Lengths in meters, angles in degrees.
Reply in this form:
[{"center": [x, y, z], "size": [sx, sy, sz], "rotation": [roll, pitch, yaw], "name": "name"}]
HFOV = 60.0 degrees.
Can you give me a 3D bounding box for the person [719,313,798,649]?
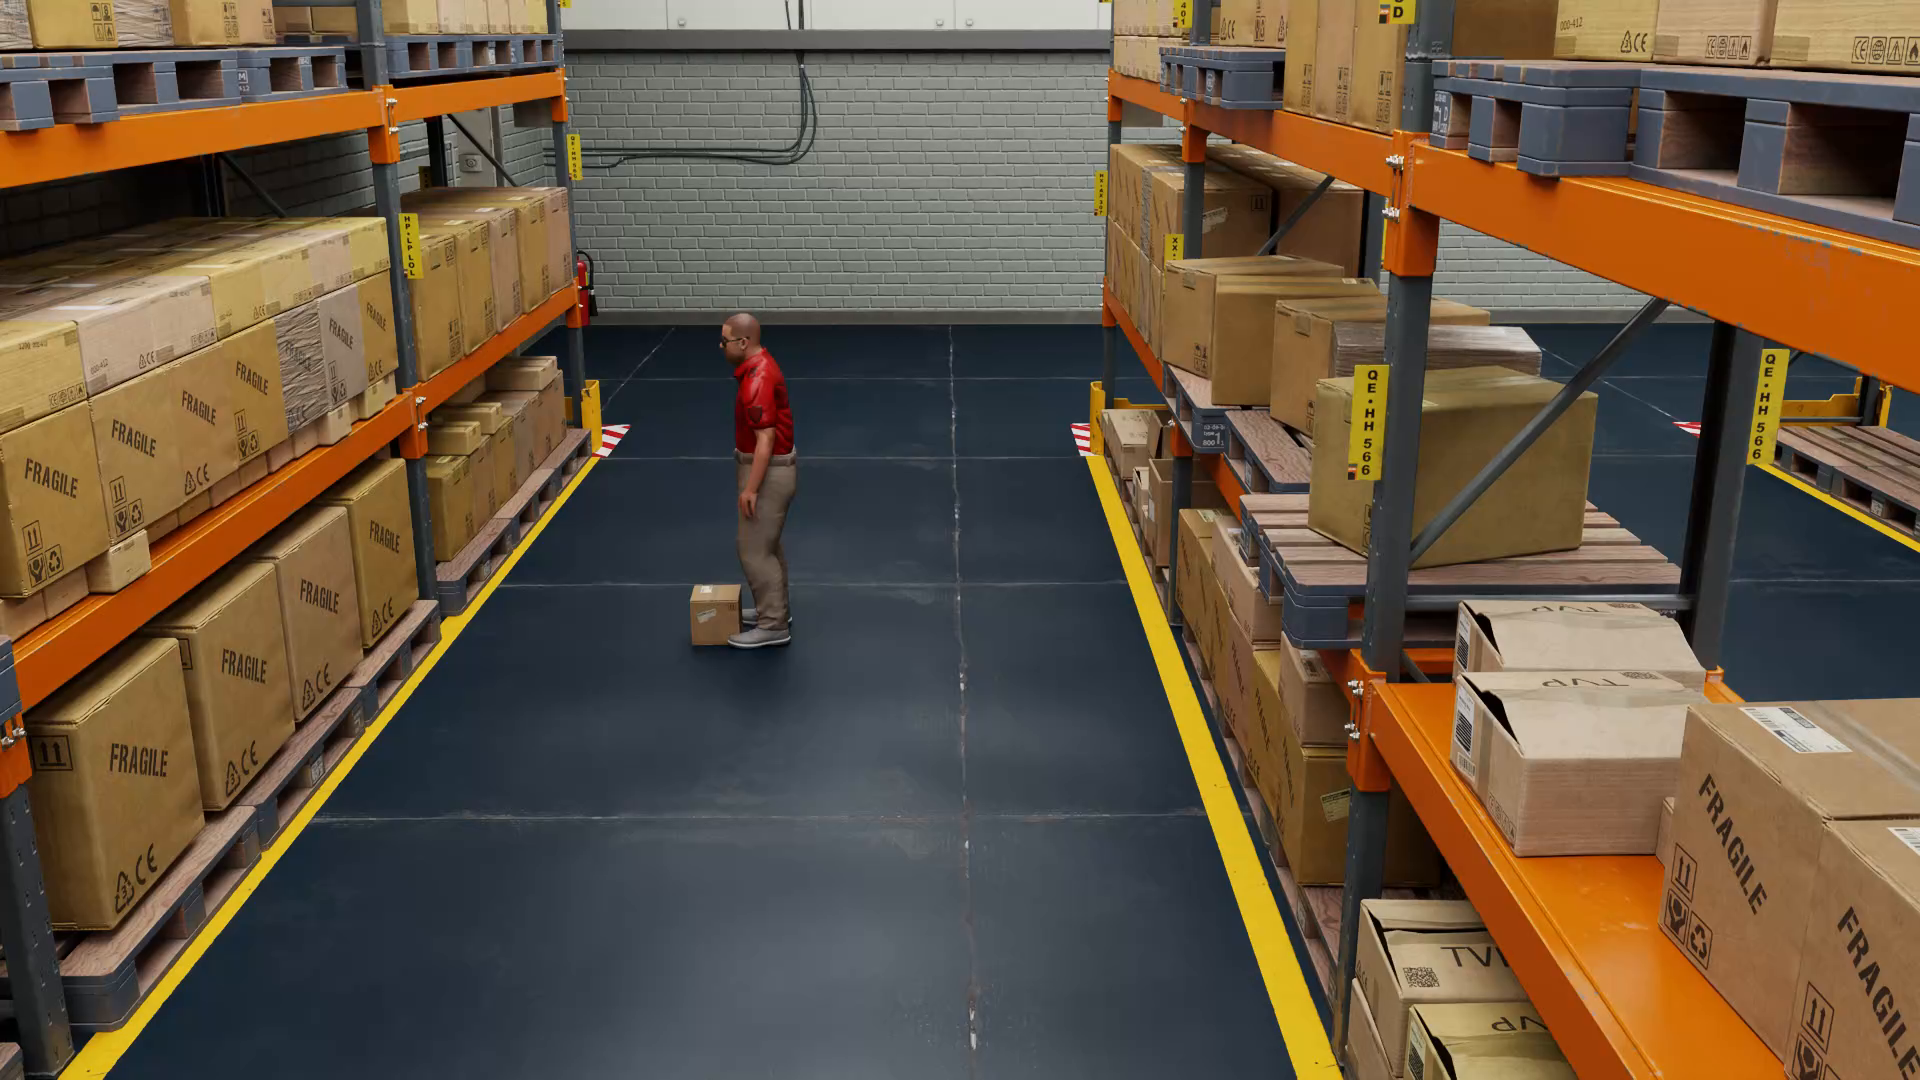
[{"center": [-1.032, -0.314, 8.594], "size": [0.383, 1.727, 0.601], "rotation": [-1, 17, -3], "name": "person"}]
